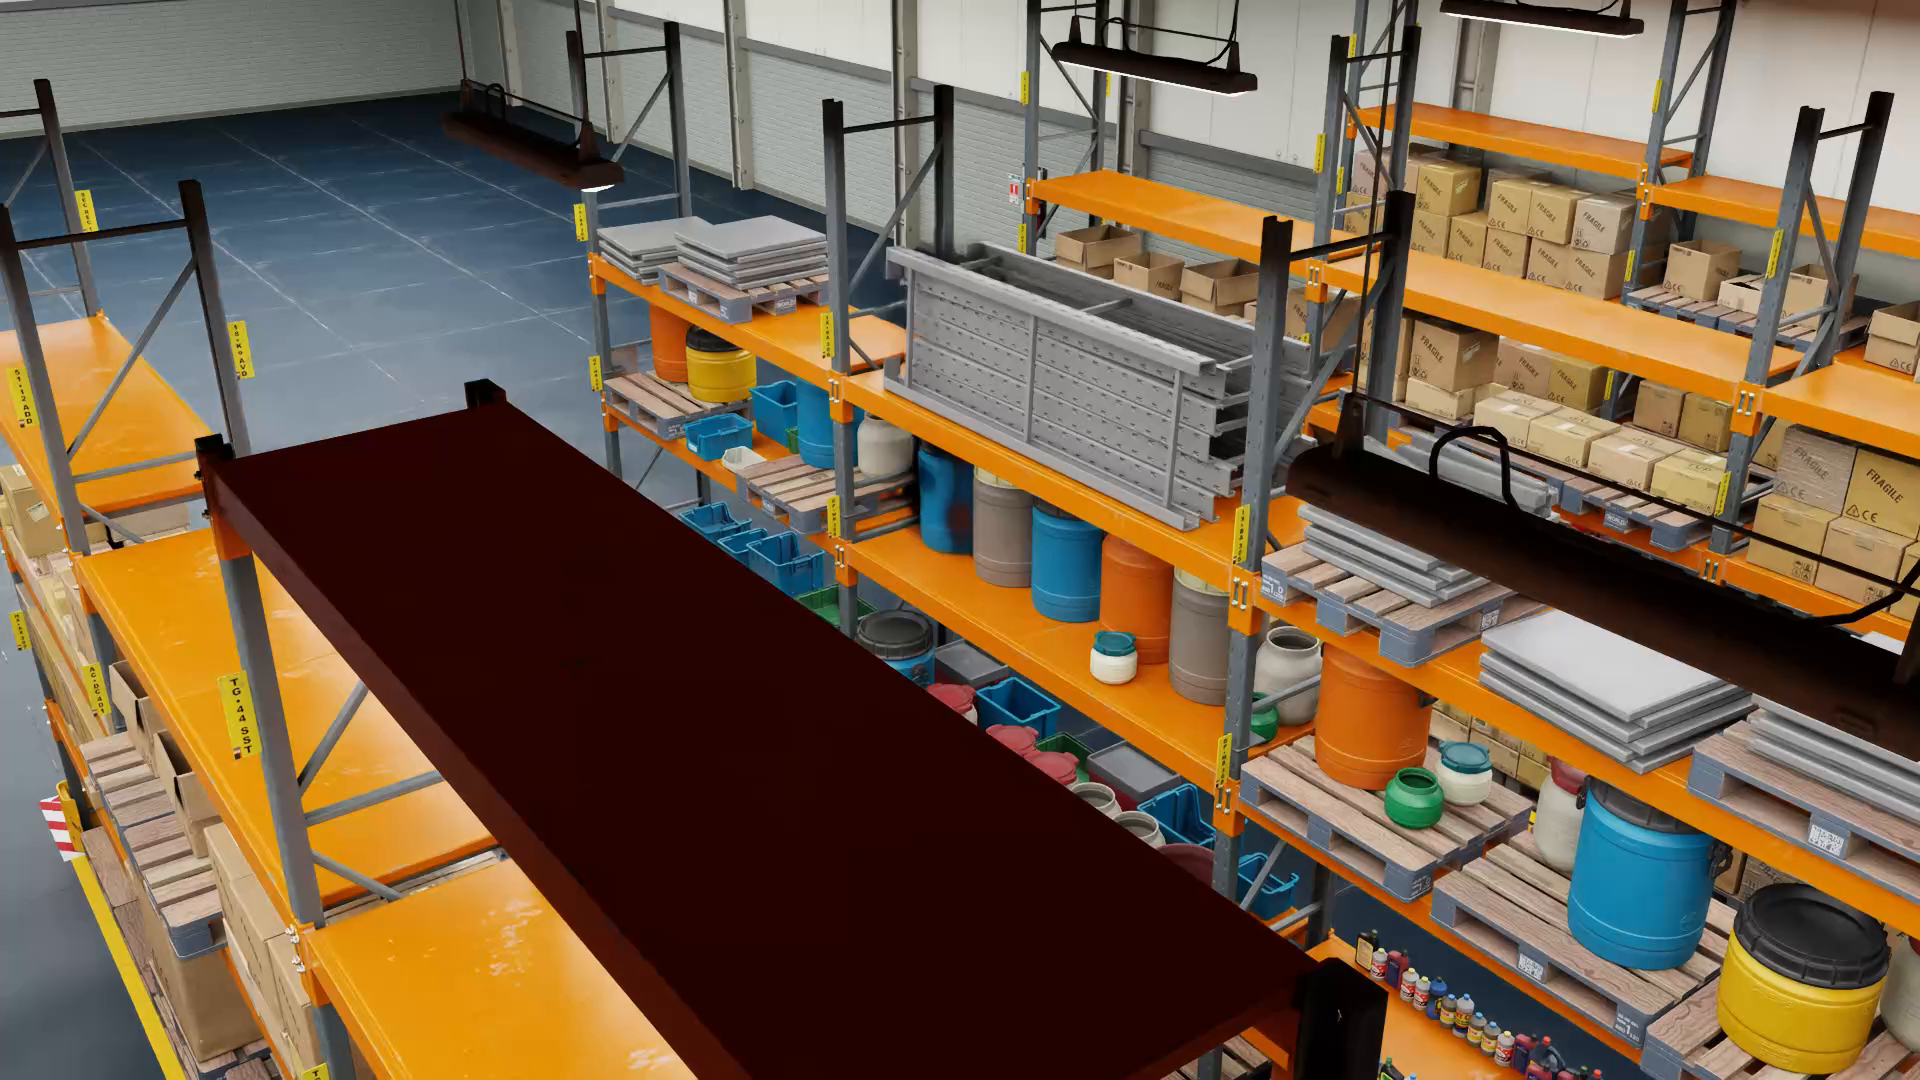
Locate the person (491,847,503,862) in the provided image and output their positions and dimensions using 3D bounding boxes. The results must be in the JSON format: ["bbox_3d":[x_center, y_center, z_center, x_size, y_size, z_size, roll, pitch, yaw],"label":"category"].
[{"bbox_3d":[-3.540,1.918,12.065,0.689,1.791,0.697,-10,27,-20],"label":"person"}]

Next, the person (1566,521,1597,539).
[{"bbox_3d":[5.745,0.488,15.845,0.654,1.743,0.586,-19,31,-35],"label":"person"}]
